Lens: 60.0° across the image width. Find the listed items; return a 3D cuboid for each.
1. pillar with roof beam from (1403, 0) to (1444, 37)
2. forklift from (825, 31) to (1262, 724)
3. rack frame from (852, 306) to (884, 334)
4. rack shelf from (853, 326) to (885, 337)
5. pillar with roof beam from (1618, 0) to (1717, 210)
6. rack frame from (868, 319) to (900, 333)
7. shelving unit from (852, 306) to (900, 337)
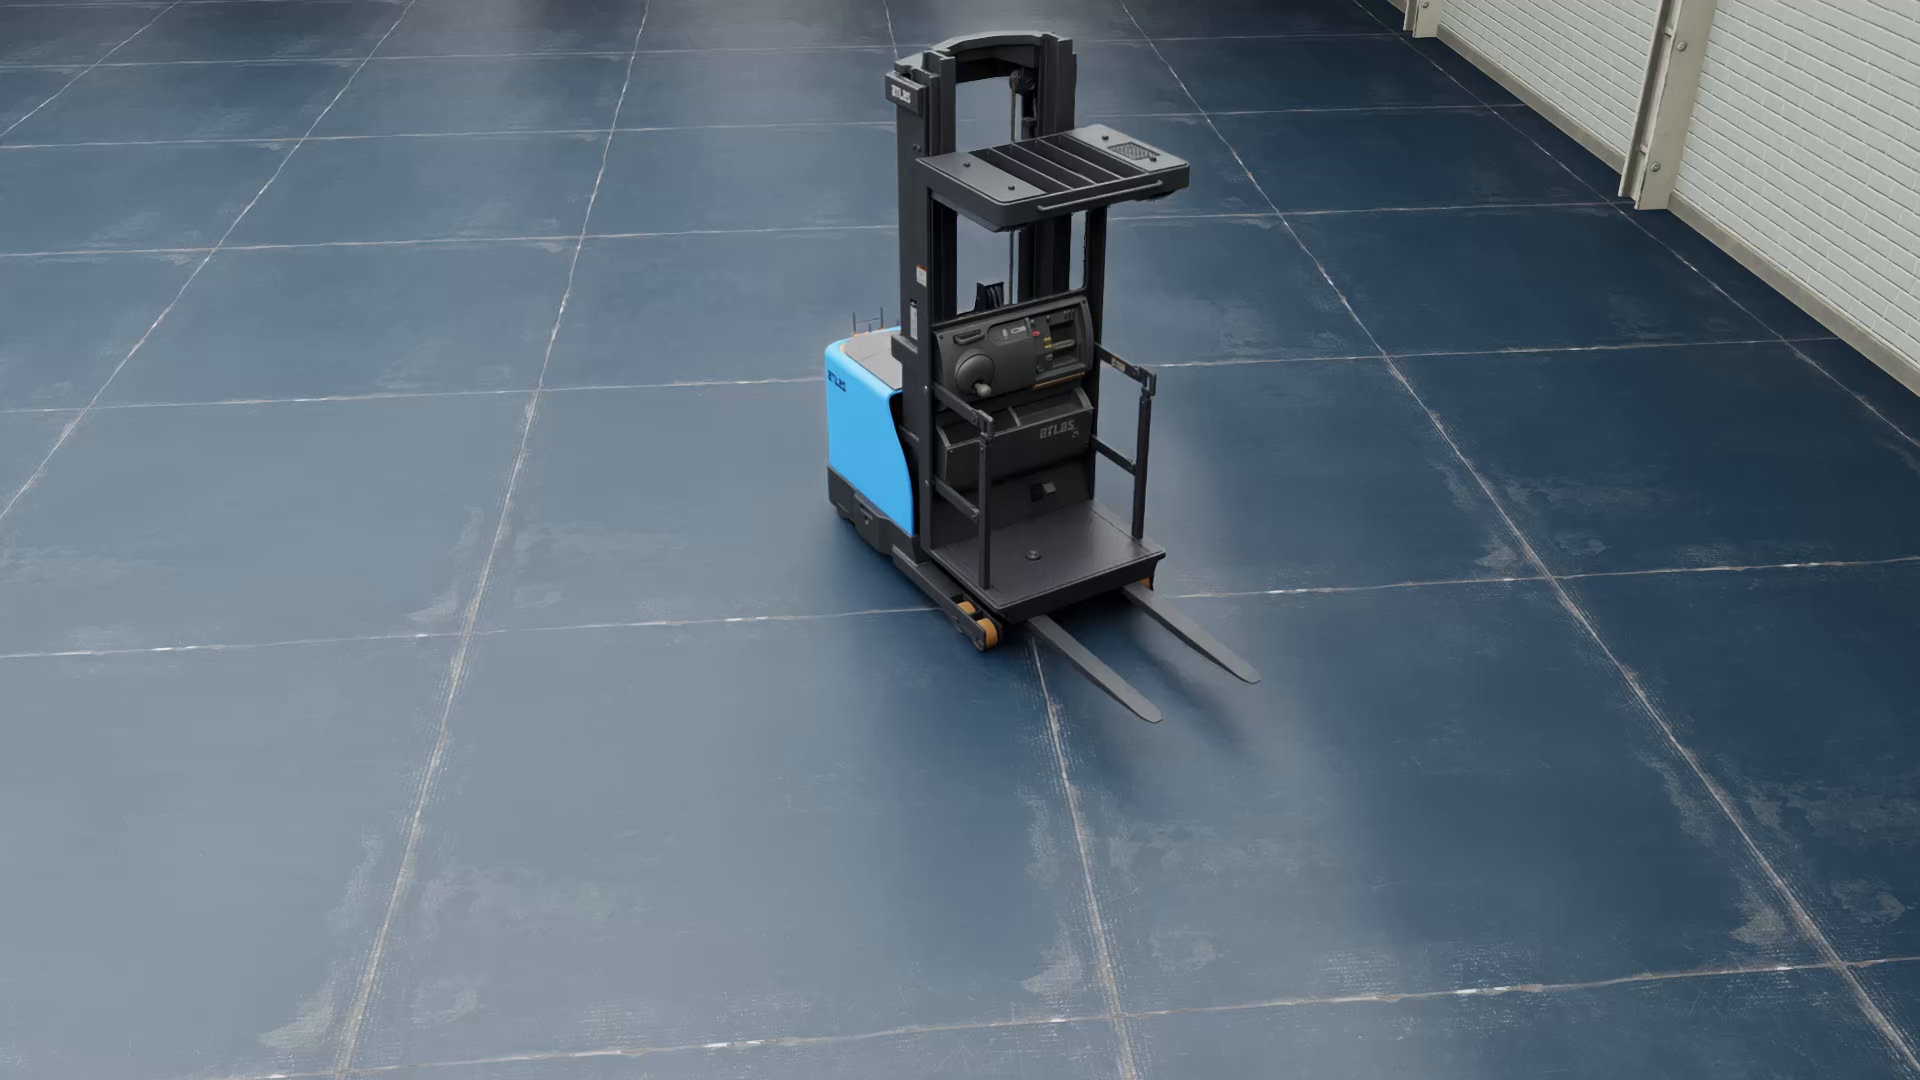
[{"bbox_3d":[1.236,-9.732,17.267,9.100,9.000,0.400,-3,31,-5],"label":"pillar with roof beam"},{"bbox_3d":[0.406,-0.951,8.485,1.130,2.935,3.031,-18,35,-27],"label":"forklift"},{"bbox_3d":[-0.546,-0.929,10.282,0.200,1.050,0.008,-14,30,-23],"label":"rack frame"},{"bbox_3d":[-0.498,-1.120,10.057,0.215,0.259,0.240,-14,30,-23],"label":"rack shelf"},{"bbox_3d":[1.797,-6.668,12.139,9.100,9.000,0.400,-3,31,-5],"label":"pillar with roof beam"},{"bbox_3d":[-0.437,-0.829,10.088,0.200,1.050,0.008,-14,30,-23],"label":"rack frame"},{"bbox_3d":[-0.491,-0.879,10.185,0.215,1.050,0.252,-14,30,-23],"label":"shelving unit"}]
